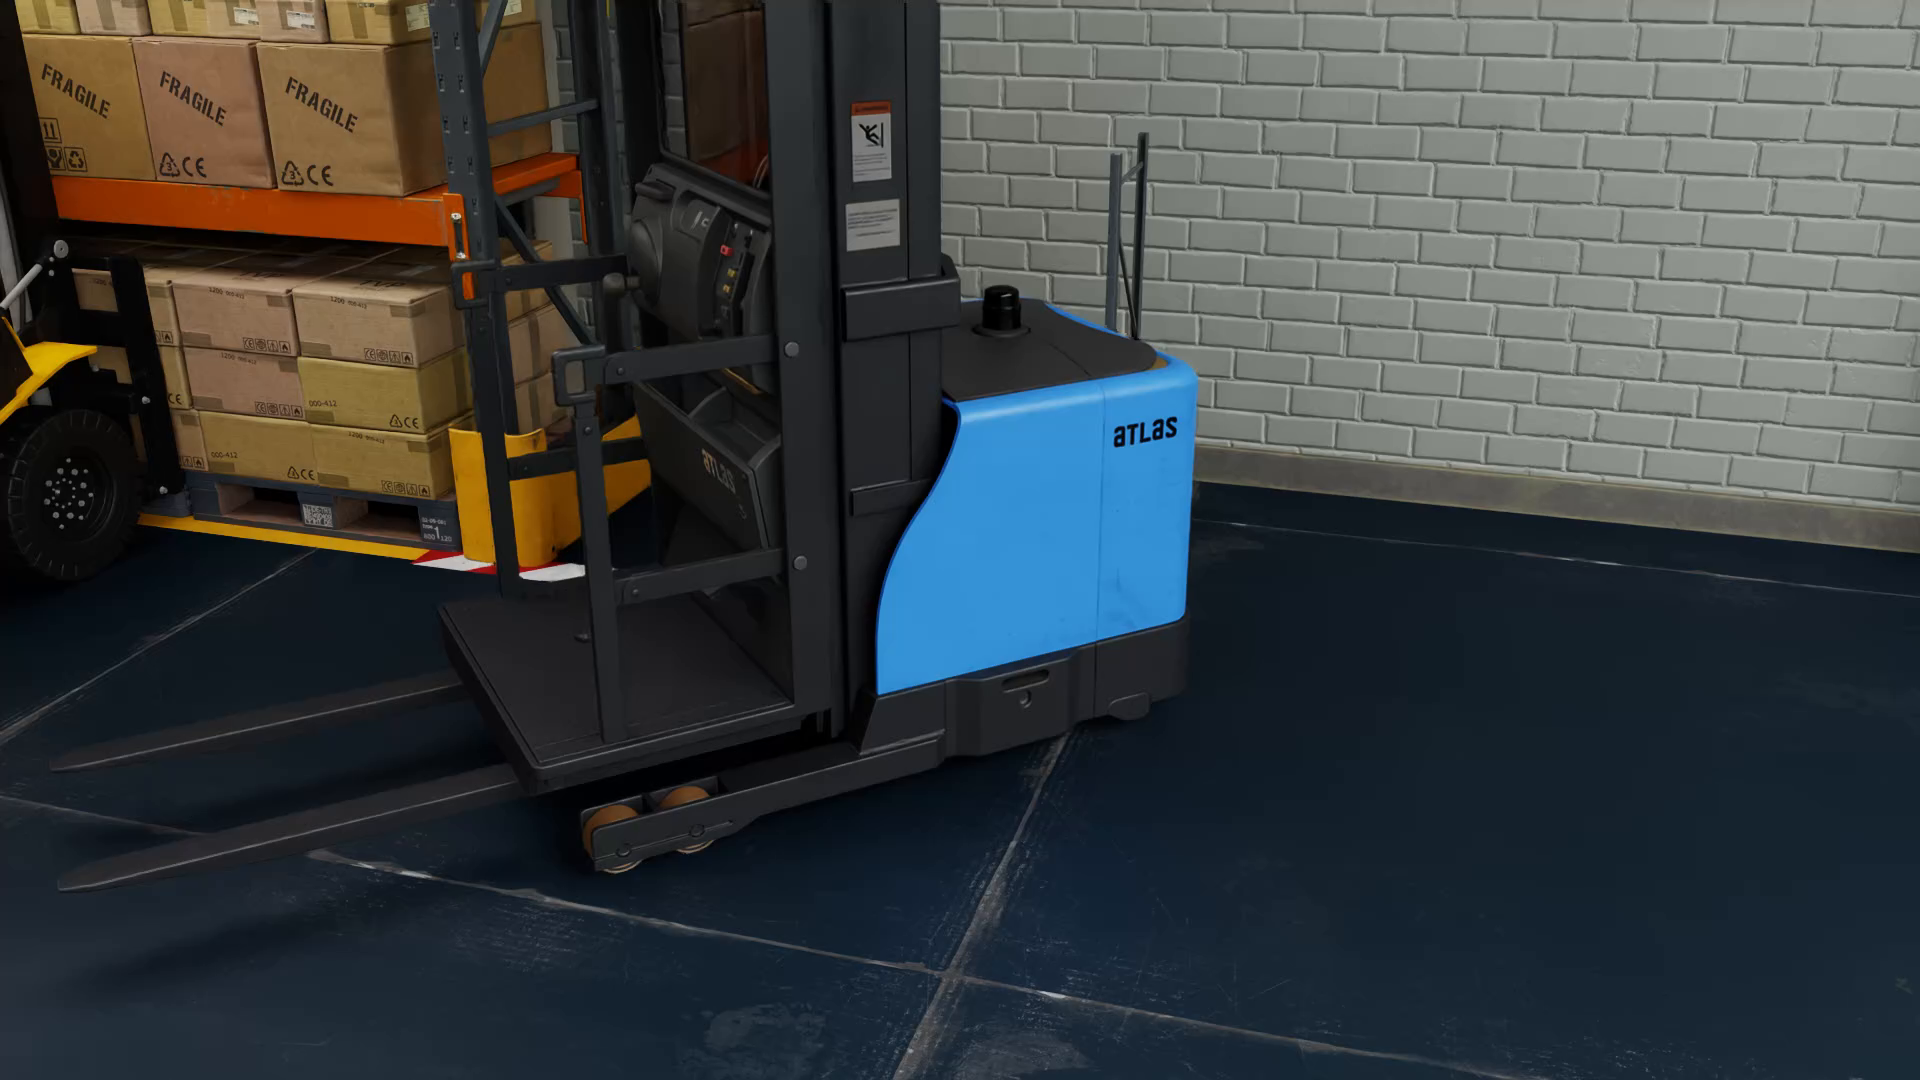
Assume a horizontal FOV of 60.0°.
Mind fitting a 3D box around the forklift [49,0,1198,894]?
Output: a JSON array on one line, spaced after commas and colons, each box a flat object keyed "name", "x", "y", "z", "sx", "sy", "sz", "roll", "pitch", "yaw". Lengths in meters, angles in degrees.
[{"name": "forklift", "x": -0.861, "y": -0.742, "z": 4.216, "sx": 3.031, "sy": 2.935, "sz": 1.130, "roll": -12, "pitch": 25, "yaw": -26}]

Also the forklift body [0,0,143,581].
[{"name": "forklift body", "x": -3.879, "y": -0.668, "z": 5.064, "sx": 1.214, "sy": 2.155, "sz": 2.313, "roll": 7, "pitch": 23, "yaw": 16}]

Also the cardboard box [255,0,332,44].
[{"name": "cardboard box", "x": -2.203, "y": -1.815, "z": 5.756, "sx": 0.250, "sy": 0.149, "sz": 0.380, "roll": 7, "pitch": 23, "yaw": 16}]

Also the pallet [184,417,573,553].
[{"name": "pallet", "x": -2.281, "y": -0.294, "z": 6.708, "sx": 1.213, "sy": 0.211, "sz": 1.003, "roll": 7, "pitch": 23, "yaw": 16}]

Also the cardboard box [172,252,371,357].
[{"name": "cardboard box", "x": -2.558, "y": -0.891, "z": 6.242, "sx": 0.500, "sy": 0.250, "sz": 0.500, "roll": 7, "pitch": 23, "yaw": 16}]

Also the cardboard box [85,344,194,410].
[{"name": "cardboard box", "x": -3.071, "y": -0.716, "z": 6.475, "sx": 0.500, "sy": 0.250, "sz": 0.500, "roll": 6, "pitch": 23, "yaw": 14}]

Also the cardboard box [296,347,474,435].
[{"name": "cardboard box", "x": -2.093, "y": -0.609, "z": 6.212, "sx": 0.500, "sy": 0.250, "sz": 0.500, "roll": 6, "pitch": 23, "yaw": 15}]

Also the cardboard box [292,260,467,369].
[{"name": "cardboard box", "x": -2.068, "y": -0.837, "z": 6.111, "sx": 0.500, "sy": 0.250, "sz": 0.500, "roll": 7, "pitch": 23, "yaw": 17}]

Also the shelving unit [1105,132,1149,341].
[{"name": "shelving unit", "x": 0.073, "y": -0.686, "z": 5.965, "sx": 1.083, "sy": 1.500, "sz": 0.587, "roll": 7, "pitch": 23, "yaw": 16}]

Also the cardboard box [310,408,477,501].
[{"name": "cardboard box", "x": -2.078, "y": -0.374, "z": 6.299, "sx": 0.500, "sy": 0.250, "sz": 0.500, "roll": 7, "pitch": 23, "yaw": 16}]

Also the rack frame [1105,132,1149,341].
[{"name": "rack frame", "x": 0.568, "y": -0.629, "z": 5.827, "sx": 0.032, "sy": 1.500, "sz": 0.500, "roll": 7, "pitch": 23, "yaw": 16}]

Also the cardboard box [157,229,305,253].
[{"name": "cardboard box", "x": -2.897, "y": -1.134, "z": 6.834, "sx": 0.500, "sy": 0.250, "sz": 0.500, "roll": 6, "pitch": 23, "yaw": 15}]

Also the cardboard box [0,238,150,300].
[{"name": "cardboard box", "x": -3.527, "y": -1.001, "z": 6.510, "sx": 0.500, "sy": 0.250, "sz": 0.500, "roll": 6, "pitch": 23, "yaw": 14}]

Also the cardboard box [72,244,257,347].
[{"name": "cardboard box", "x": -3.044, "y": -0.943, "z": 6.368, "sx": 0.500, "sy": 0.250, "sz": 0.500, "roll": 7, "pitch": 23, "yaw": 16}]

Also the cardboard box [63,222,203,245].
[{"name": "cardboard box", "x": -3.386, "y": -1.192, "z": 6.977, "sx": 0.500, "sy": 0.250, "sz": 0.500, "roll": 6, "pitch": 23, "yaw": 14}]

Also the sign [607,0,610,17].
[{"name": "sign", "x": -1.371, "y": -2.153, "z": 6.322, "sx": 0.005, "sy": 0.325, "sz": 0.100, "roll": 7, "pitch": 23, "yaw": 16}]

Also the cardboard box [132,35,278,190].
[{"name": "cardboard box", "x": -2.578, "y": -1.580, "z": 6.038, "sx": 0.500, "sy": 0.500, "sz": 0.500, "roll": 7, "pitch": 23, "yaw": 17}]

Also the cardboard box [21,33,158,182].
[{"name": "cardboard box", "x": -3.069, "y": -1.636, "z": 6.175, "sx": 0.500, "sy": 0.500, "sz": 0.500, "roll": 6, "pitch": 23, "yaw": 14}]

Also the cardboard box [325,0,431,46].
[{"name": "cardboard box", "x": -1.950, "y": -1.798, "z": 5.714, "sx": 0.250, "sy": 0.149, "sz": 0.380, "roll": 7, "pitch": 23, "yaw": 16}]

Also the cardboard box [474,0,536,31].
[{"name": "cardboard box", "x": -1.787, "y": -1.993, "z": 6.190, "sx": 0.250, "sy": 0.149, "sz": 0.380, "roll": 6, "pitch": 23, "yaw": 14}]

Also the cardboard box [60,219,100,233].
[{"name": "cardboard box", "x": -3.870, "y": -1.244, "z": 7.104, "sx": 0.500, "sy": 0.250, "sz": 0.500, "roll": 7, "pitch": 23, "yaw": 16}]

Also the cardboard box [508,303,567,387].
[{"name": "cardboard box", "x": -1.927, "y": -0.796, "z": 6.668, "sx": 0.500, "sy": 0.250, "sz": 0.500, "roll": 7, "pitch": 23, "yaw": 16}]

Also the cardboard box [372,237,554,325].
[{"name": "cardboard box", "x": -1.942, "y": -1.021, "z": 6.560, "sx": 0.500, "sy": 0.250, "sz": 0.500, "roll": 6, "pitch": 23, "yaw": 15}]

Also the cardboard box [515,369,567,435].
[{"name": "cardboard box", "x": -1.951, "y": -0.562, "z": 6.758, "sx": 0.500, "sy": 0.250, "sz": 0.500, "roll": 7, "pitch": 23, "yaw": 16}]

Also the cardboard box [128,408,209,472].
[{"name": "cardboard box", "x": -3.028, "y": -0.490, "z": 6.582, "sx": 0.500, "sy": 0.250, "sz": 0.500, "roll": 7, "pitch": 23, "yaw": 16}]

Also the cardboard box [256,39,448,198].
[{"name": "cardboard box", "x": -2.084, "y": -1.520, "z": 5.892, "sx": 0.500, "sy": 0.500, "sz": 0.500, "roll": 6, "pitch": 23, "yaw": 14}]

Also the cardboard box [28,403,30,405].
[{"name": "cardboard box", "x": -3.531, "y": -0.539, "z": 6.701, "sx": 0.500, "sy": 0.250, "sz": 0.500, "roll": 7, "pitch": 23, "yaw": 17}]

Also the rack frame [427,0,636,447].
[{"name": "rack frame", "x": -1.537, "y": -1.515, "z": 6.012, "sx": 0.127, "sy": 3.000, "sz": 1.000, "roll": 7, "pitch": 23, "yaw": 16}]

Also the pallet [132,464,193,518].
[{"name": "pallet", "x": -3.445, "y": -0.428, "z": 7.036, "sx": 1.213, "sy": 0.211, "sz": 1.003, "roll": 7, "pitch": 23, "yaw": 15}]

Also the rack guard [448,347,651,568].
[{"name": "rack guard", "x": -1.514, "y": -0.356, "z": 6.480, "sx": 0.348, "sy": 0.500, "sz": 1.175, "roll": 7, "pitch": 23, "yaw": 16}]

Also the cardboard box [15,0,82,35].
[{"name": "cardboard box", "x": -3.185, "y": -1.930, "z": 6.035, "sx": 0.250, "sy": 0.149, "sz": 0.380, "roll": 7, "pitch": 23, "yaw": 16}]

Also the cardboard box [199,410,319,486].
[{"name": "cardboard box", "x": -2.551, "y": -0.432, "z": 6.441, "sx": 0.500, "sy": 0.250, "sz": 0.500, "roll": 7, "pitch": 23, "yaw": 15}]

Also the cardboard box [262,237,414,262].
[{"name": "cardboard box", "x": -2.422, "y": -1.075, "z": 6.690, "sx": 0.500, "sy": 0.250, "sz": 0.500, "roll": 7, "pitch": 23, "yaw": 16}]

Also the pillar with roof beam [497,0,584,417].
[{"name": "pillar with roof beam", "x": -3.187, "y": -3.131, "z": 2.044, "sx": 0.400, "sy": 9.000, "sz": 9.100, "roll": 7, "pitch": 23, "yaw": 16}]

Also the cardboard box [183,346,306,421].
[{"name": "cardboard box", "x": -2.570, "y": -0.667, "z": 6.356, "sx": 0.500, "sy": 0.250, "sz": 0.500, "roll": 6, "pitch": 23, "yaw": 15}]

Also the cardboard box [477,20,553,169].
[{"name": "cardboard box", "x": -1.931, "y": -1.717, "z": 6.371, "sx": 0.500, "sy": 0.500, "sz": 0.500, "roll": 7, "pitch": 23, "yaw": 17}]

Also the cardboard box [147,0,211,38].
[{"name": "cardboard box", "x": -2.668, "y": -1.897, "z": 5.956, "sx": 0.250, "sy": 0.149, "sz": 0.380, "roll": 6, "pitch": 23, "yaw": 15}]

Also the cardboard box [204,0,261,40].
[{"name": "cardboard box", "x": -2.434, "y": -1.866, "z": 5.880, "sx": 0.250, "sy": 0.149, "sz": 0.380, "roll": 7, "pitch": 23, "yaw": 17}]

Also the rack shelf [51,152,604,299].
[{"name": "rack shelf", "x": -3.452, "y": -1.402, "z": 6.683, "sx": 4.000, "sy": 0.370, "sz": 1.077, "roll": 7, "pitch": 23, "yaw": 16}]

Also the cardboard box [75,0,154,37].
[{"name": "cardboard box", "x": -2.937, "y": -1.909, "z": 5.985, "sx": 0.250, "sy": 0.149, "sz": 0.380, "roll": 6, "pitch": 23, "yaw": 14}]
